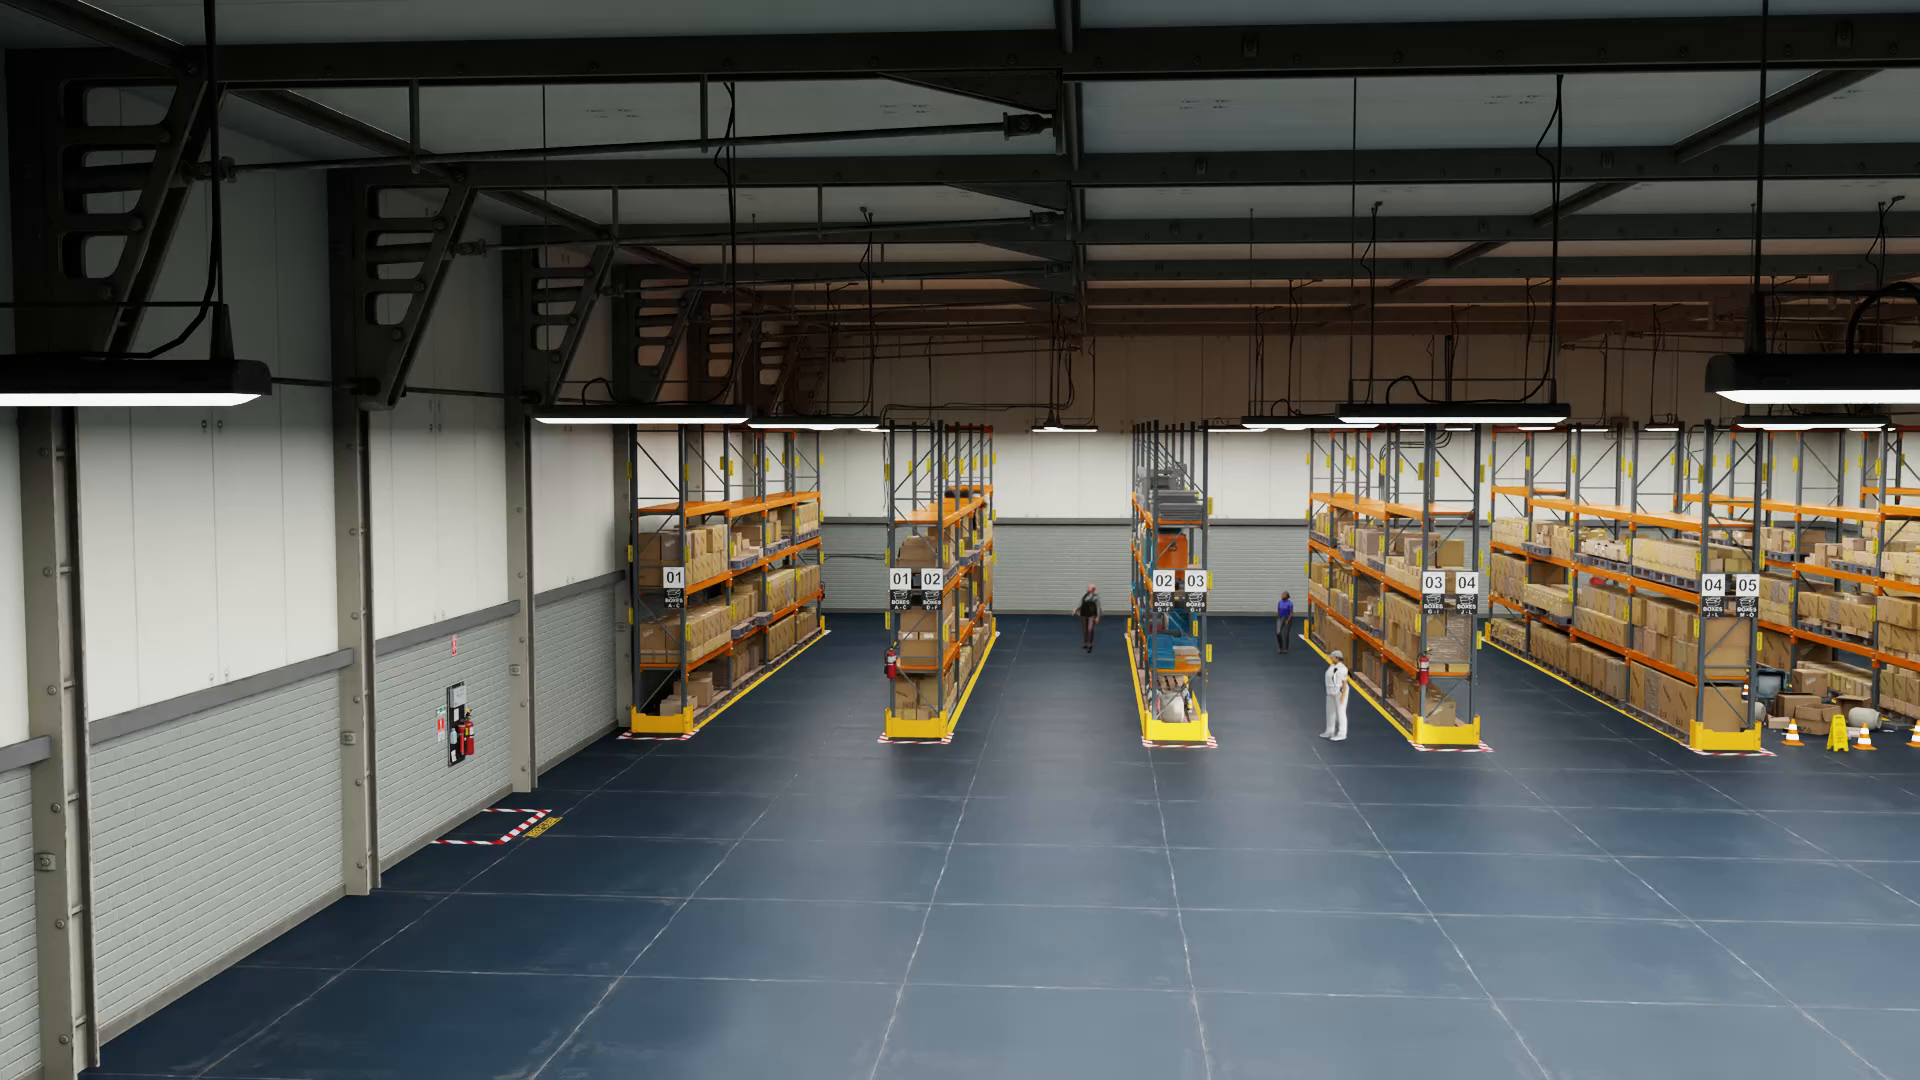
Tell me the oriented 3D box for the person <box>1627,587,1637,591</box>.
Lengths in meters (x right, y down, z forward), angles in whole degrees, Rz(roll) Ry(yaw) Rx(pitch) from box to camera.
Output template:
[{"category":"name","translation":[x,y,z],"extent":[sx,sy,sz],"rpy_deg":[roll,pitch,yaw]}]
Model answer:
[{"category":"person","translation":[17.836,2.078,44.316],"extent":[0.553,1.718,0.646],"rpy_deg":[-2,4,-25]}]

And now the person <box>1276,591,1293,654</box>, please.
[{"category":"person","translation":[8.482,2.159,43.427],"extent":[0.430,1.656,0.627],"rpy_deg":[1,4,15]}]

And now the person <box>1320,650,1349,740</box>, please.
[{"category":"person","translation":[7.060,2.902,31.267],"extent":[0.433,1.665,0.535],"rpy_deg":[-2,4,-25]}]

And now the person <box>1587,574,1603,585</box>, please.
[{"category":"person","translation":[18.650,1.816,49.027],"extent":[0.643,1.691,0.553],"rpy_deg":[-1,4,-22]}]

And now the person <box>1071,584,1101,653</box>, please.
[{"category":"person","translation":[3.265,2.000,42.765],"extent":[0.716,1.737,0.657],"rpy_deg":[2,4,25]}]
